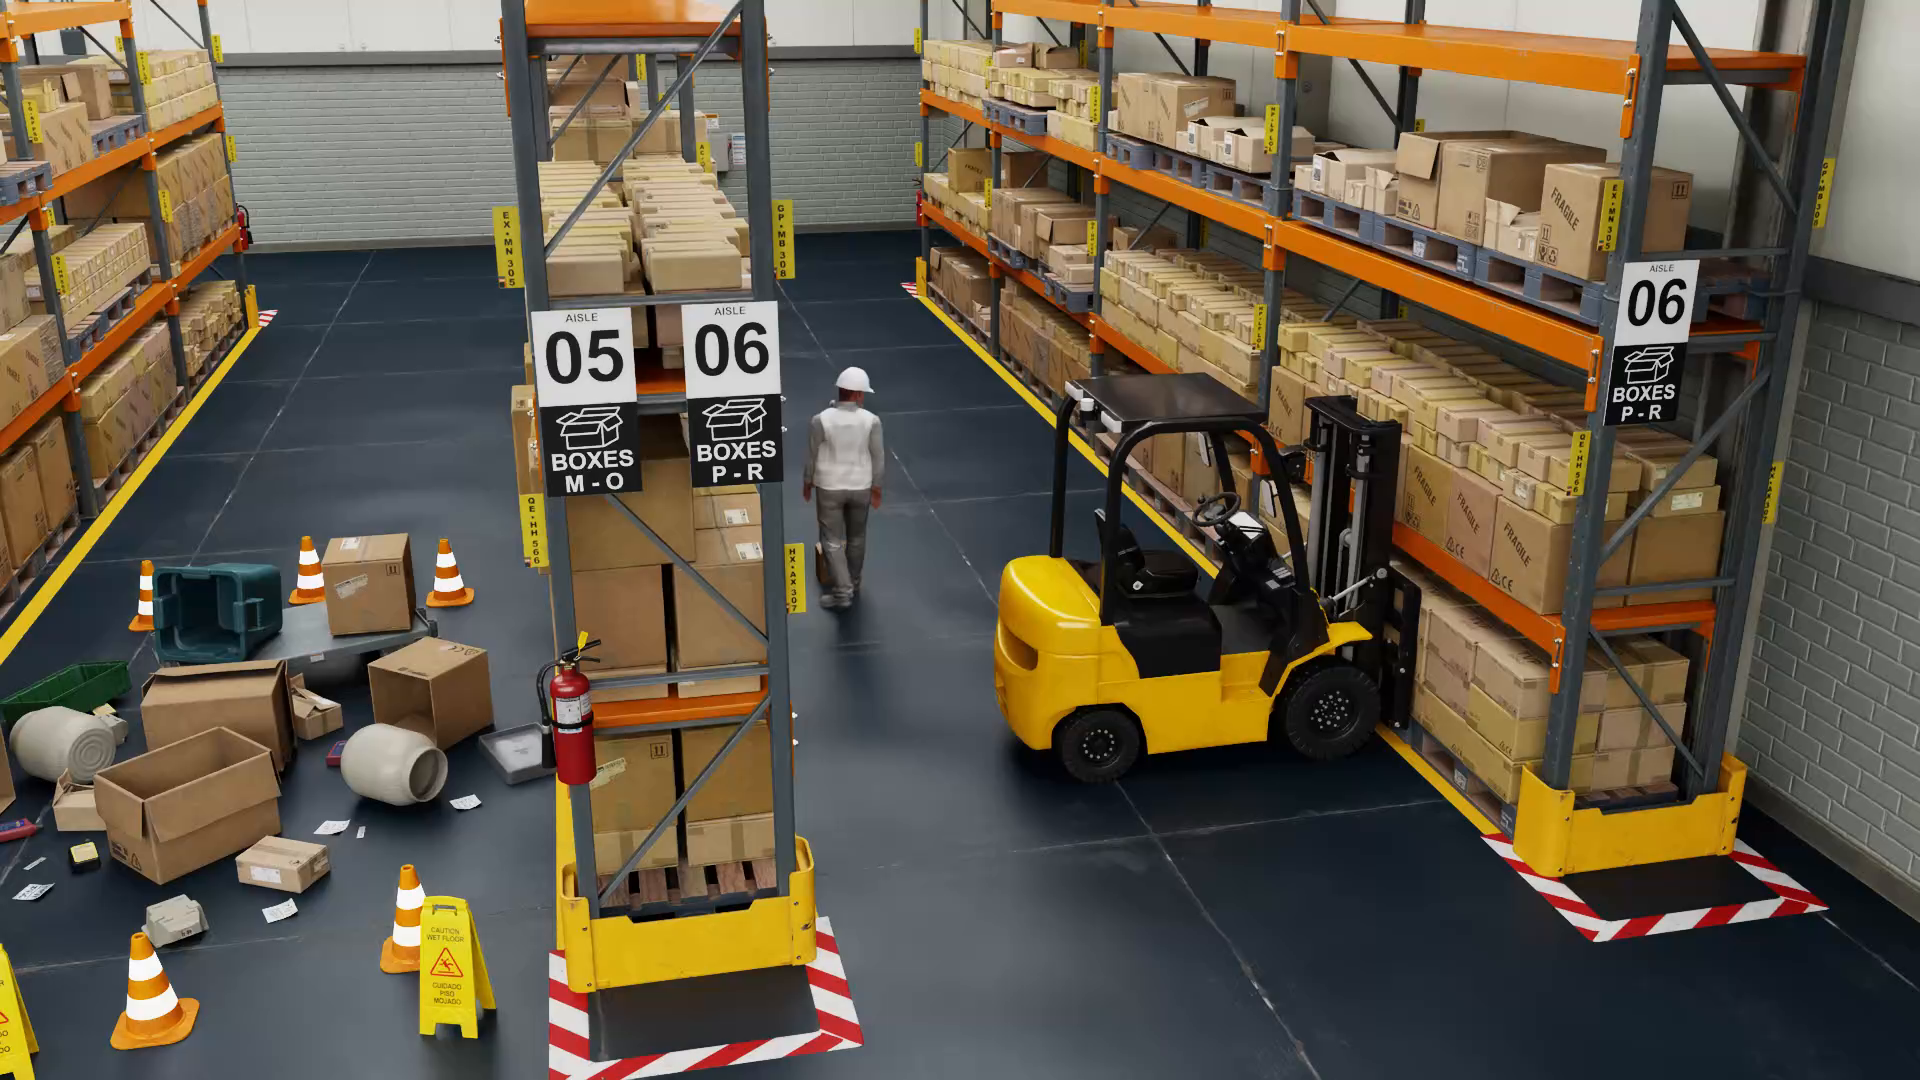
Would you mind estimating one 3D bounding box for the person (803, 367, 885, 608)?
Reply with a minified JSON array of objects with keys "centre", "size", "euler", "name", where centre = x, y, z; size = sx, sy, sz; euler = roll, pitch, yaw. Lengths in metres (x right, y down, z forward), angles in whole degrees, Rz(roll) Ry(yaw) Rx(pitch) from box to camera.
[{"centre":[-0.853,-0.399,12.136],"size":[0.569,1.764,0.753],"euler":[-6,20,-18],"name":"person"}]
